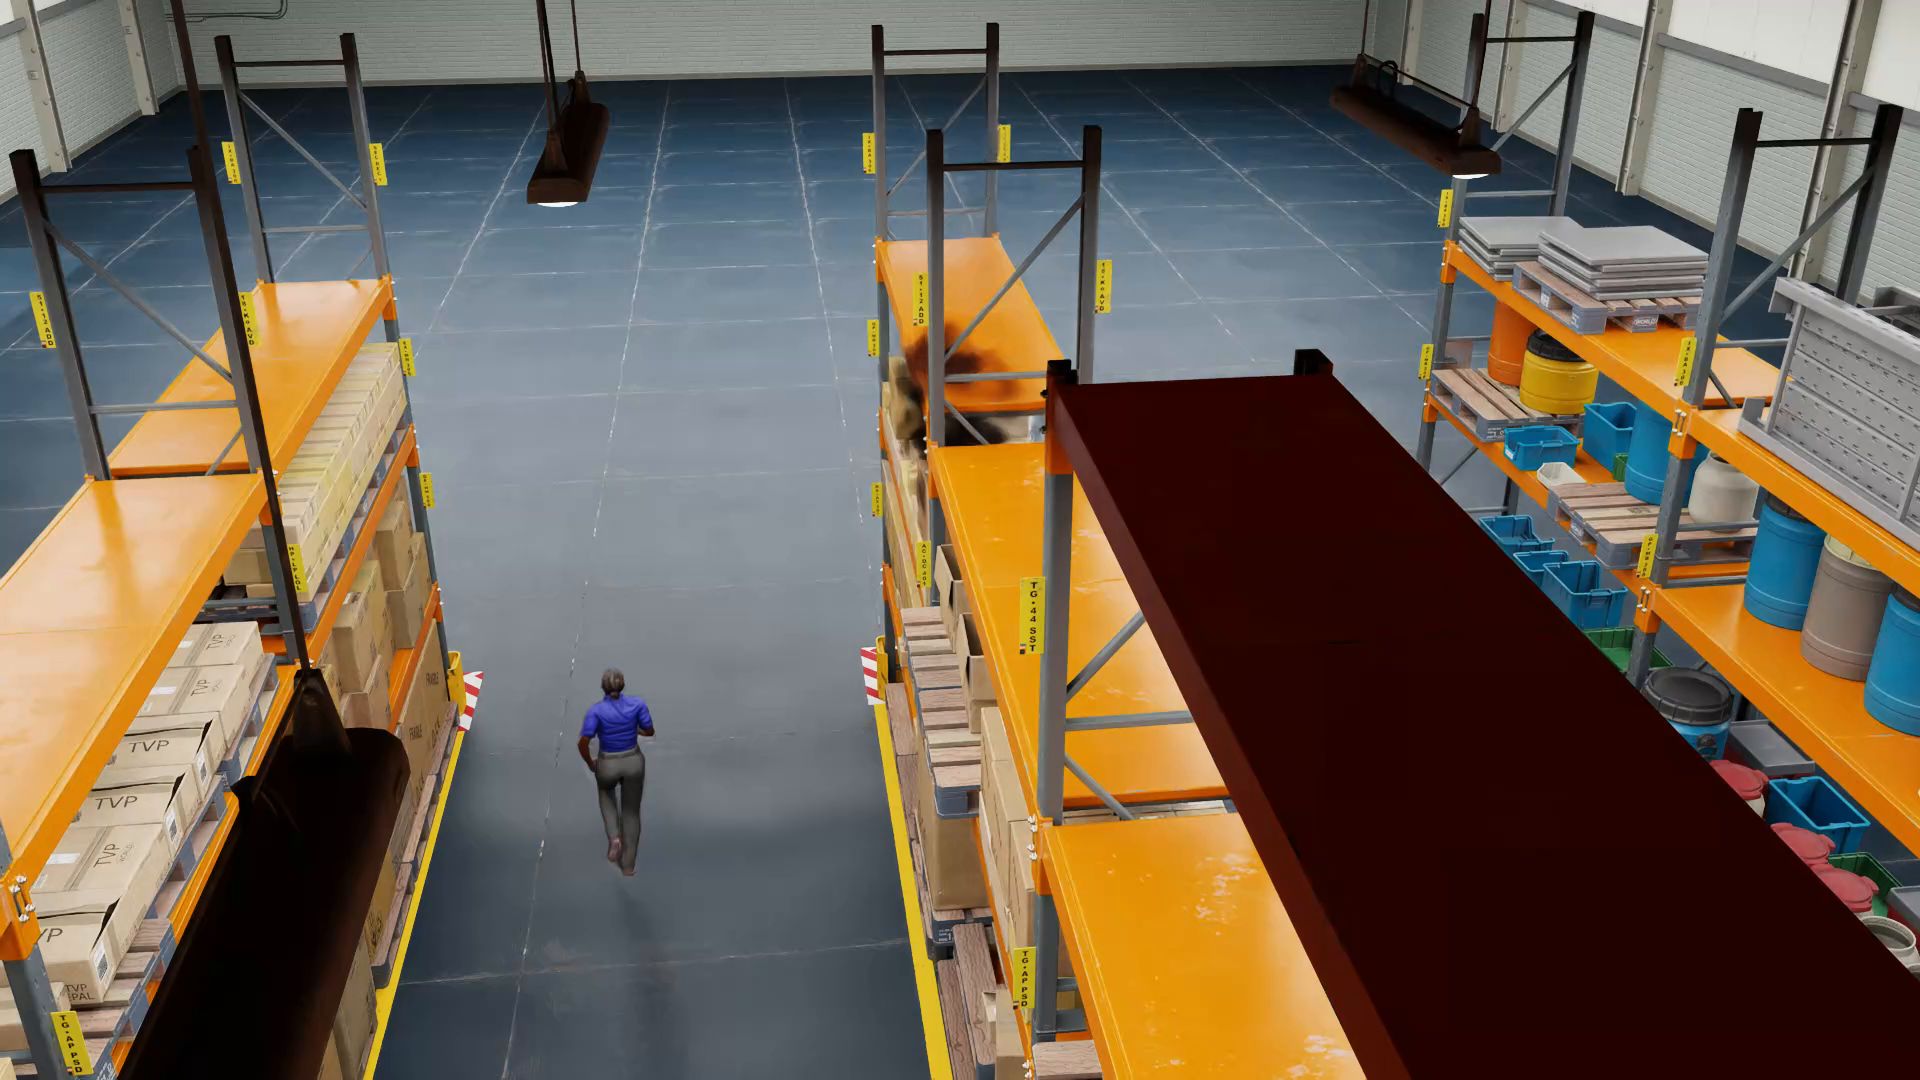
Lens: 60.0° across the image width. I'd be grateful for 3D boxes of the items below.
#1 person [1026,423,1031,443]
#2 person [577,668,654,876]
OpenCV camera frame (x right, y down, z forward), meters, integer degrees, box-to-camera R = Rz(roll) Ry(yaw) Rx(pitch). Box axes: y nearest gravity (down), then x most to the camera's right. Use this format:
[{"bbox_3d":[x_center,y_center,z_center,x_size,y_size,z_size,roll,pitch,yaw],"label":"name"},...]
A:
[{"bbox_3d":[0.663,-1.059,18.809,1.092,1.697,0.584,10,27,21],"label":"person"},{"bbox_3d":[-2.553,1.693,12.436,0.573,1.645,0.629,-7,26,-15],"label":"person"}]
